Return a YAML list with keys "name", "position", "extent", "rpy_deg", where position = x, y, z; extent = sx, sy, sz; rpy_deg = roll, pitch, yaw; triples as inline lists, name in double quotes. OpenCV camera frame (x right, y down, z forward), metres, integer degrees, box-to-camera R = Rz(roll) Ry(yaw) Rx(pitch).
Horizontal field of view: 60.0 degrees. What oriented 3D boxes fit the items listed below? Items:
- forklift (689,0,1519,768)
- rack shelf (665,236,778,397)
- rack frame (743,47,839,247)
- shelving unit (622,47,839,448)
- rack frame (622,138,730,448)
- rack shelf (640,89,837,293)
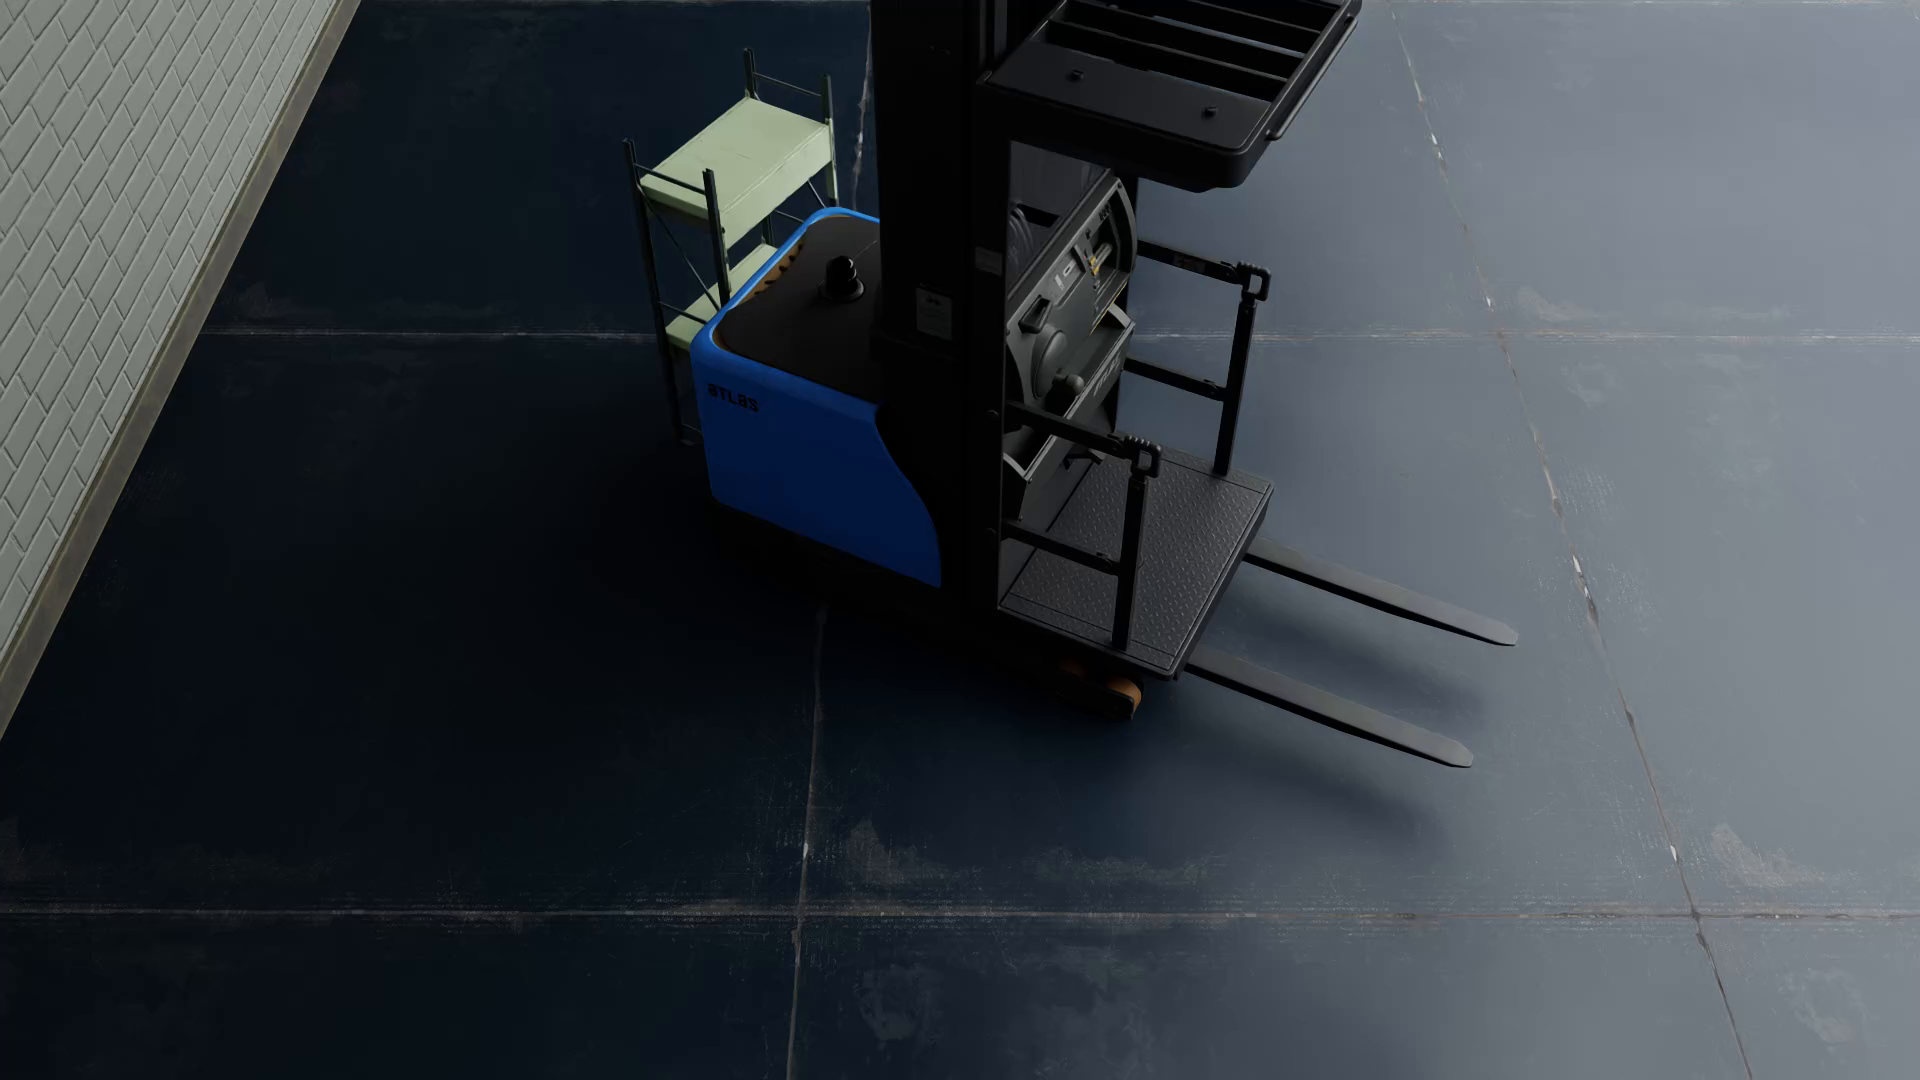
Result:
- name: "forklift"
  position: [0.560, -0.788, 5.481]
  extent: [3.031, 2.935, 1.130]
  rpy_deg: [21, 50, 18]
- name: "rack shelf"
  position: [-0.858, -0.878, 6.986]
  extent: [0.431, 0.370, 0.720]
  rpy_deg: [24, 52, 21]
- name: "rack frame"
  position: [-0.668, -1.329, 6.961]
  extent: [0.400, 1.500, 0.023]
  rpy_deg: [24, 52, 21]
- name: "shelving unit"
  position: [-0.860, -1.100, 6.748]
  extent: [0.431, 1.500, 0.755]
  rpy_deg: [24, 52, 21]
- name: "rack frame"
  position: [-1.051, -0.872, 6.536]
  extent: [0.400, 1.500, 0.023]
  rpy_deg: [24, 52, 21]
- name: "rack shelf"
  position: [-0.861, -1.367, 6.463]
  extent: [0.431, 0.370, 0.720]
  rpy_deg: [24, 52, 21]
